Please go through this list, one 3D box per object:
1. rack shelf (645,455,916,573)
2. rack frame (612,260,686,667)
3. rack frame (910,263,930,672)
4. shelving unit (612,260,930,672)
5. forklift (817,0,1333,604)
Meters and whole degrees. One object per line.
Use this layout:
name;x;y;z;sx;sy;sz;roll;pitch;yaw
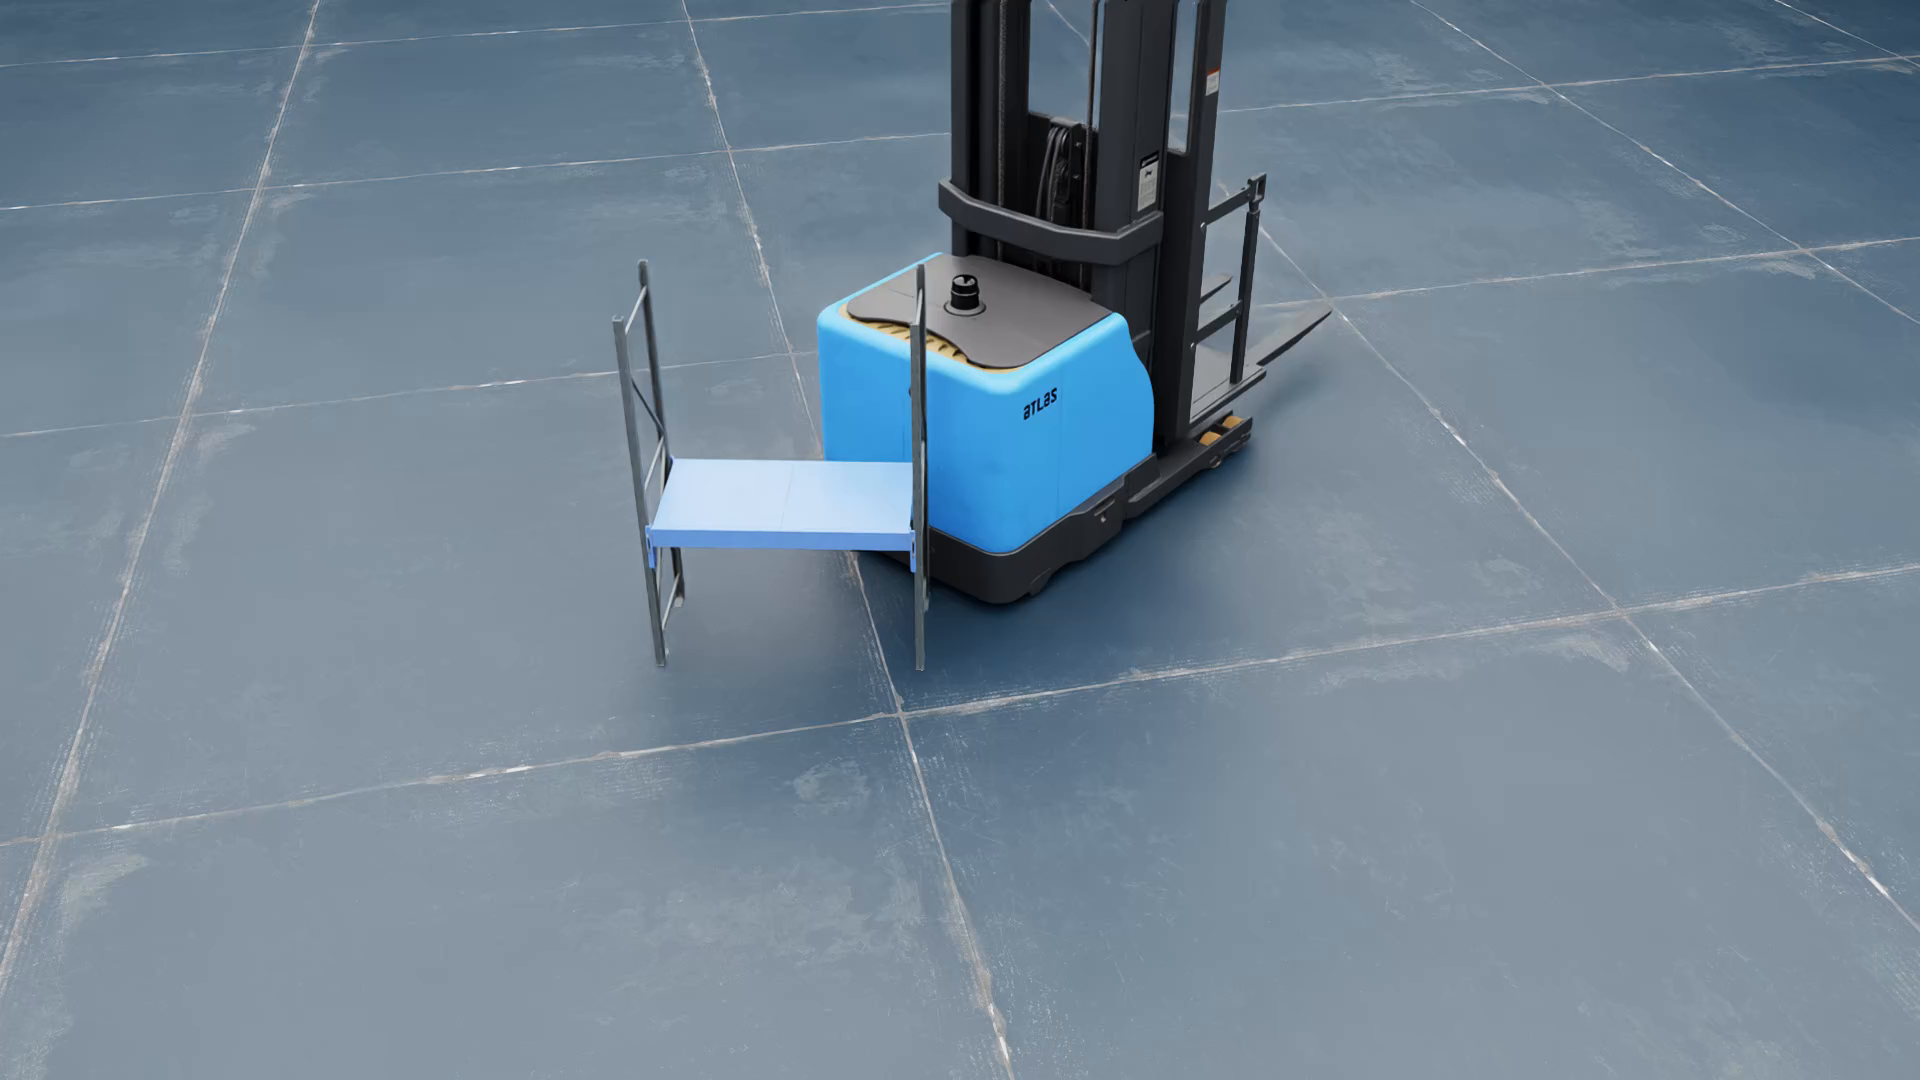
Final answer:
rack shelf;-0.657;-0.106;6.385;1.000;0.185;0.538;1;34;1
rack frame;-1.165;-0.264;6.297;0.032;1.500;0.500;1;34;1
rack frame;-0.149;-0.247;6.273;0.032;1.500;0.500;1;34;1
shelving unit;-0.657;-0.256;6.285;1.048;1.500;0.538;1;34;1
forklift;0.727;-1.712;7.170;1.130;2.935;3.031;25;41;32
